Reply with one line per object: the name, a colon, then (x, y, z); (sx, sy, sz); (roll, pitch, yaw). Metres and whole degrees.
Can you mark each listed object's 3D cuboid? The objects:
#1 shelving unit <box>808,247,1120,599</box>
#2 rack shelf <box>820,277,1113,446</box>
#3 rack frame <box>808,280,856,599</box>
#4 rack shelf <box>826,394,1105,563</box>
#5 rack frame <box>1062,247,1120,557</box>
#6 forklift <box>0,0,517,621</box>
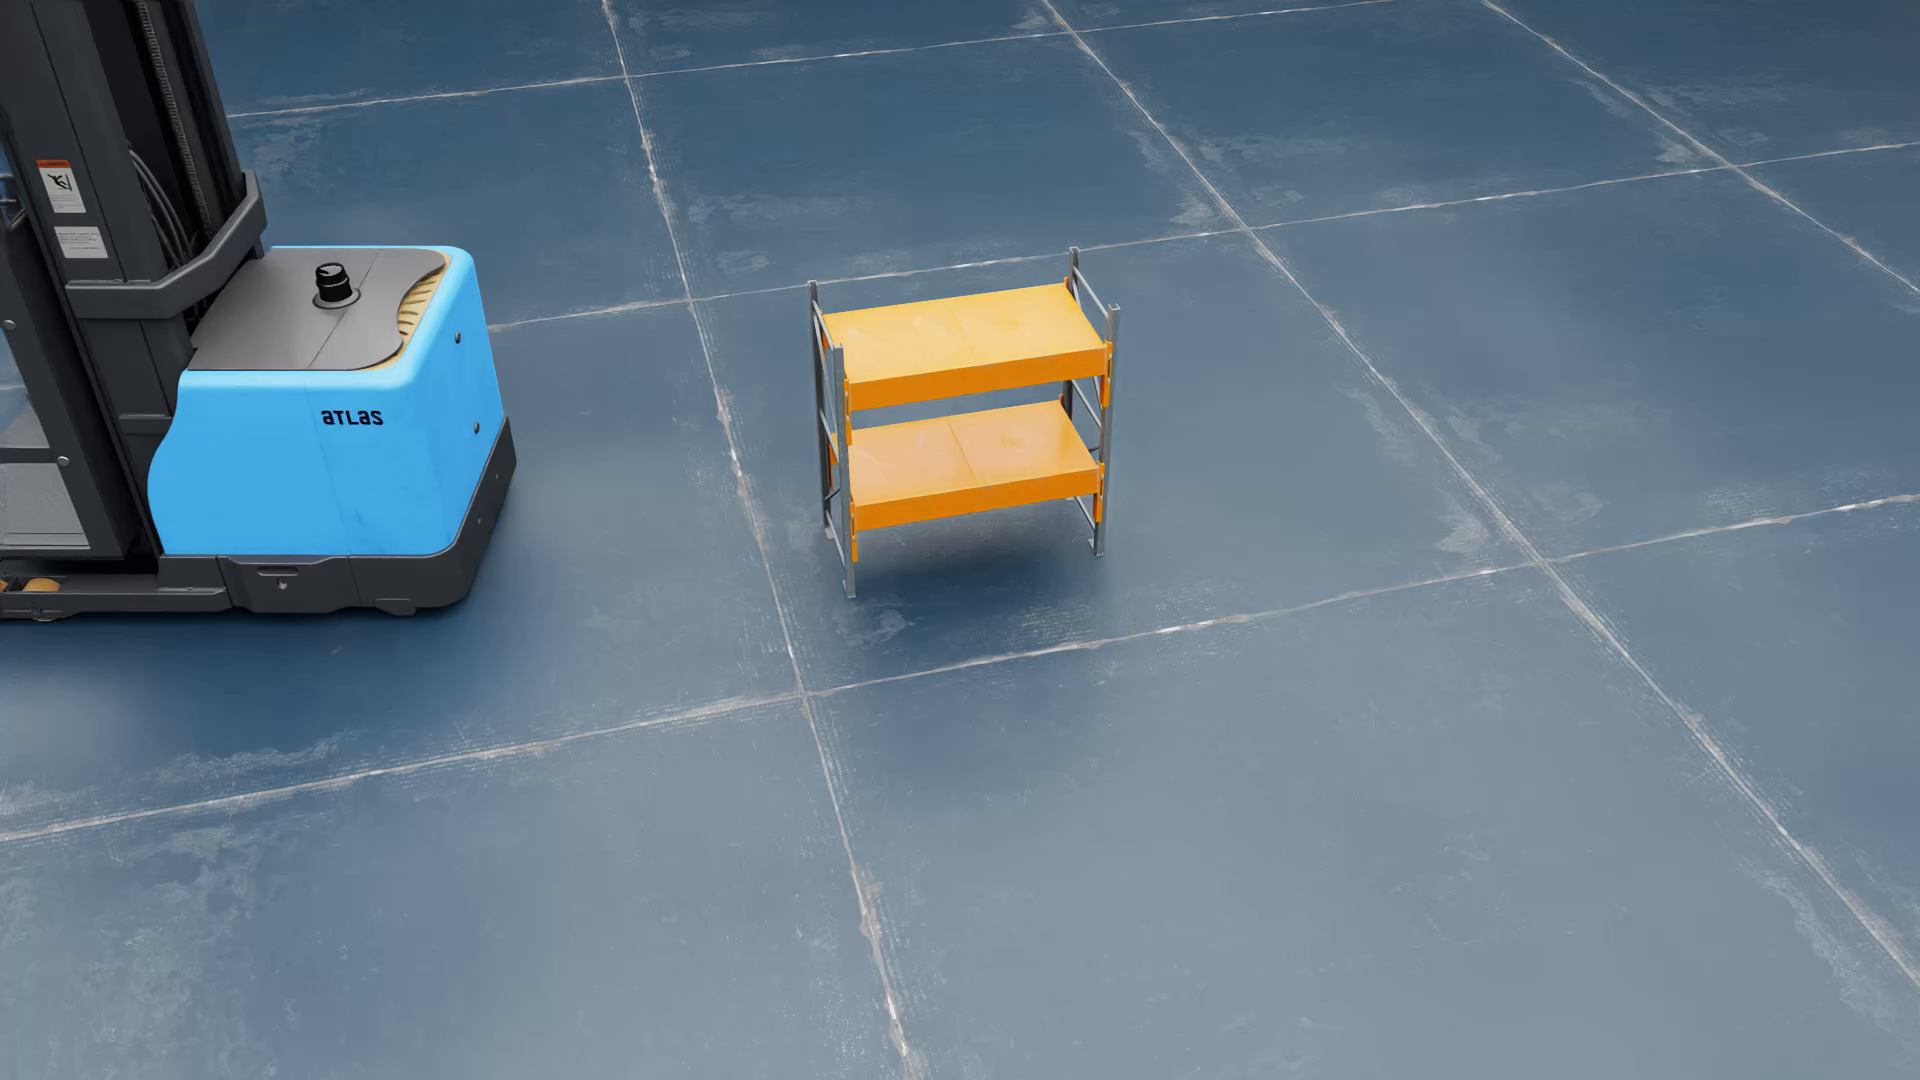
shelving unit: (0.007, -0.448, 6.410); (1.048, 1.125, 0.538); (-9, 38, -12)
rack shelf: (0.007, -0.680, 6.232); (1.000, 0.278, 0.538); (-9, 38, -12)
rack frame: (-0.484, -0.367, 6.304); (0.032, 1.125, 0.500); (-9, 38, -12)
rack shelf: (0.007, -0.254, 6.558); (1.000, 0.278, 0.538); (-9, 38, -12)
rack frame: (0.497, -0.528, 6.515); (0.032, 1.125, 0.500); (-9, 38, -12)
forklift: (-3.397, -1.176, 5.875); (3.031, 2.935, 1.130); (0, 37, 0)
